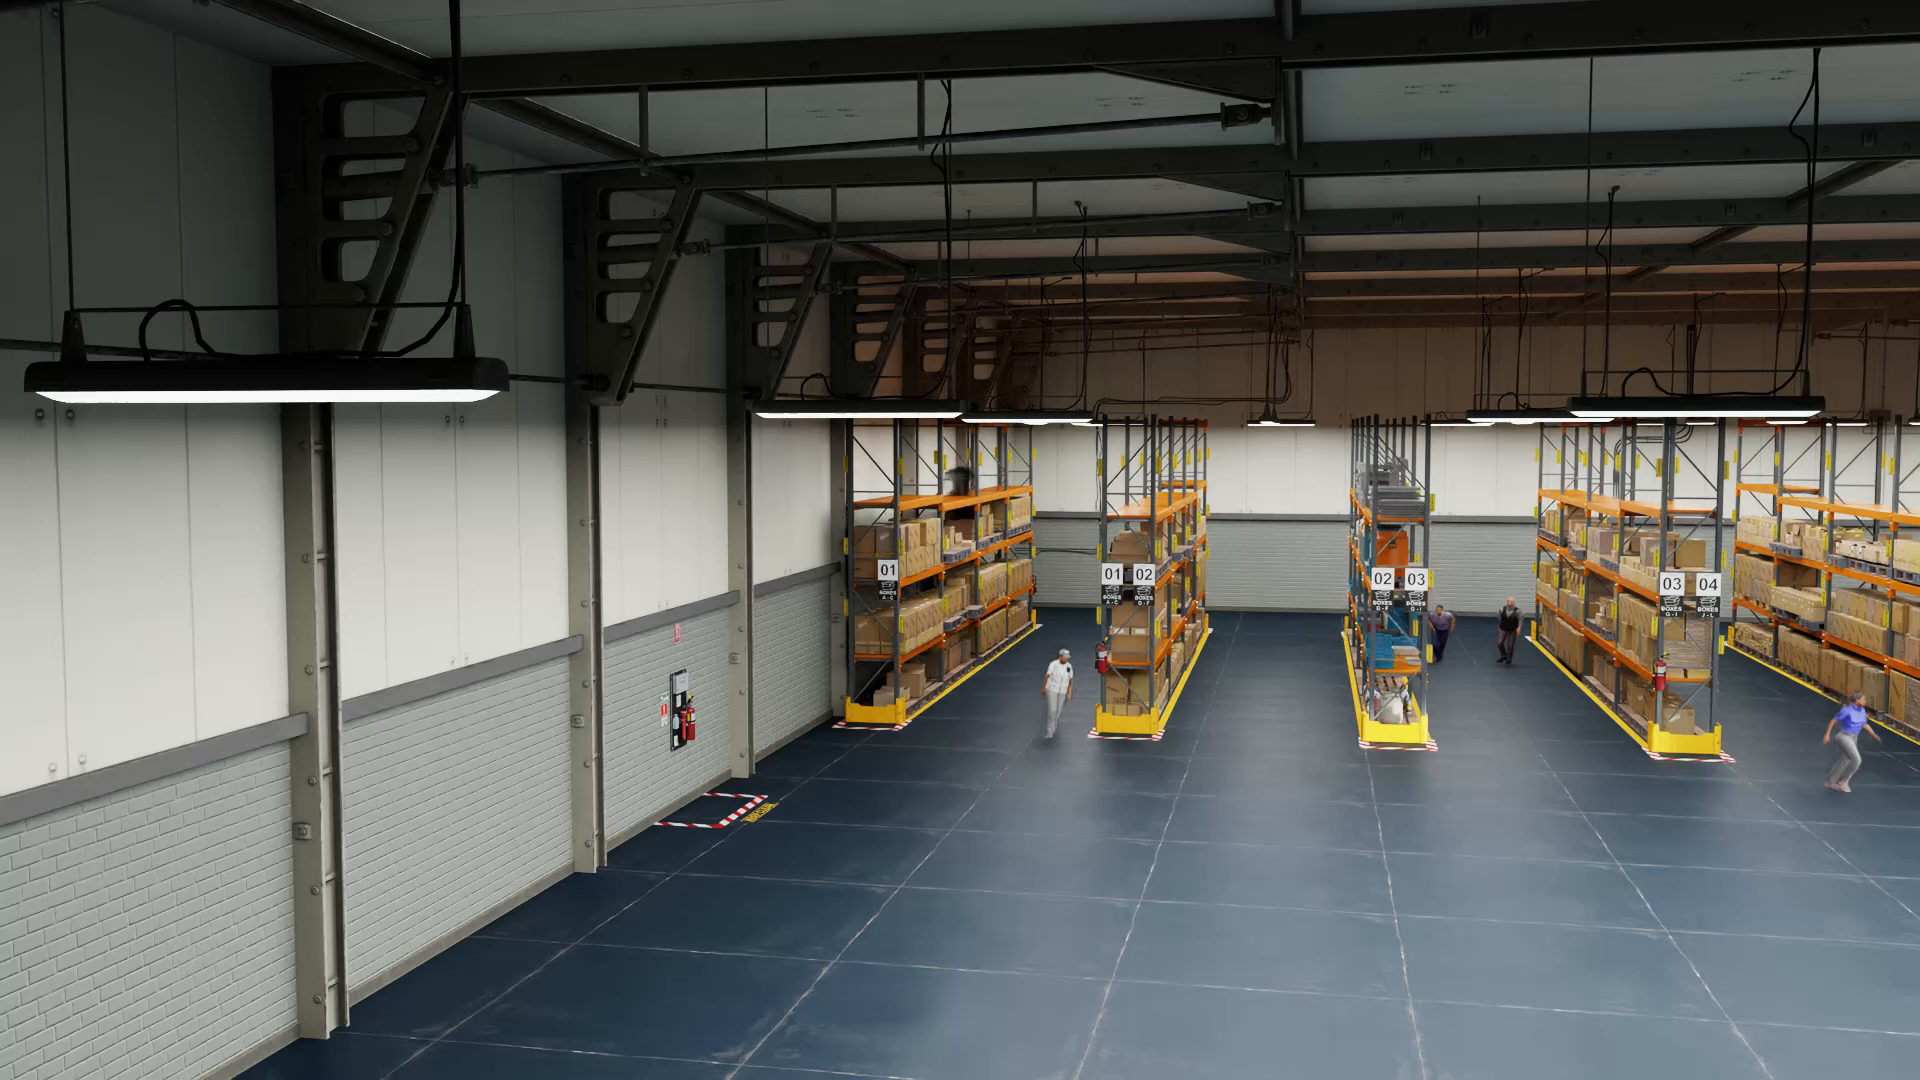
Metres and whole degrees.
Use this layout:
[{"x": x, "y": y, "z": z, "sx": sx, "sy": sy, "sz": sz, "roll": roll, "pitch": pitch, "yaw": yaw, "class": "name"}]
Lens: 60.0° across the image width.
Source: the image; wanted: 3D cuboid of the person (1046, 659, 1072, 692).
[{"x": 1.865, "y": 2.527, "z": 31.020, "sx": 0.481, "sy": 0.615, "sz": 0.343, "roll": -1, "pitch": 4, "yaw": -19, "class": "person"}]

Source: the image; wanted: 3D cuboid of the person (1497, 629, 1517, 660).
[{"x": 13.297, "y": 2.508, "z": 40.364, "sx": 0.443, "sy": 0.903, "sz": 0.644, "roll": 2, "pitch": 4, "yaw": 25, "class": "person"}]

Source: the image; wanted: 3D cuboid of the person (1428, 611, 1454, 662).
[{"x": 11.807, "y": 2.363, "z": 40.826, "sx": 0.595, "sy": 1.313, "sz": 0.660, "roll": 1, "pitch": 4, "yaw": 19, "class": "person"}]
